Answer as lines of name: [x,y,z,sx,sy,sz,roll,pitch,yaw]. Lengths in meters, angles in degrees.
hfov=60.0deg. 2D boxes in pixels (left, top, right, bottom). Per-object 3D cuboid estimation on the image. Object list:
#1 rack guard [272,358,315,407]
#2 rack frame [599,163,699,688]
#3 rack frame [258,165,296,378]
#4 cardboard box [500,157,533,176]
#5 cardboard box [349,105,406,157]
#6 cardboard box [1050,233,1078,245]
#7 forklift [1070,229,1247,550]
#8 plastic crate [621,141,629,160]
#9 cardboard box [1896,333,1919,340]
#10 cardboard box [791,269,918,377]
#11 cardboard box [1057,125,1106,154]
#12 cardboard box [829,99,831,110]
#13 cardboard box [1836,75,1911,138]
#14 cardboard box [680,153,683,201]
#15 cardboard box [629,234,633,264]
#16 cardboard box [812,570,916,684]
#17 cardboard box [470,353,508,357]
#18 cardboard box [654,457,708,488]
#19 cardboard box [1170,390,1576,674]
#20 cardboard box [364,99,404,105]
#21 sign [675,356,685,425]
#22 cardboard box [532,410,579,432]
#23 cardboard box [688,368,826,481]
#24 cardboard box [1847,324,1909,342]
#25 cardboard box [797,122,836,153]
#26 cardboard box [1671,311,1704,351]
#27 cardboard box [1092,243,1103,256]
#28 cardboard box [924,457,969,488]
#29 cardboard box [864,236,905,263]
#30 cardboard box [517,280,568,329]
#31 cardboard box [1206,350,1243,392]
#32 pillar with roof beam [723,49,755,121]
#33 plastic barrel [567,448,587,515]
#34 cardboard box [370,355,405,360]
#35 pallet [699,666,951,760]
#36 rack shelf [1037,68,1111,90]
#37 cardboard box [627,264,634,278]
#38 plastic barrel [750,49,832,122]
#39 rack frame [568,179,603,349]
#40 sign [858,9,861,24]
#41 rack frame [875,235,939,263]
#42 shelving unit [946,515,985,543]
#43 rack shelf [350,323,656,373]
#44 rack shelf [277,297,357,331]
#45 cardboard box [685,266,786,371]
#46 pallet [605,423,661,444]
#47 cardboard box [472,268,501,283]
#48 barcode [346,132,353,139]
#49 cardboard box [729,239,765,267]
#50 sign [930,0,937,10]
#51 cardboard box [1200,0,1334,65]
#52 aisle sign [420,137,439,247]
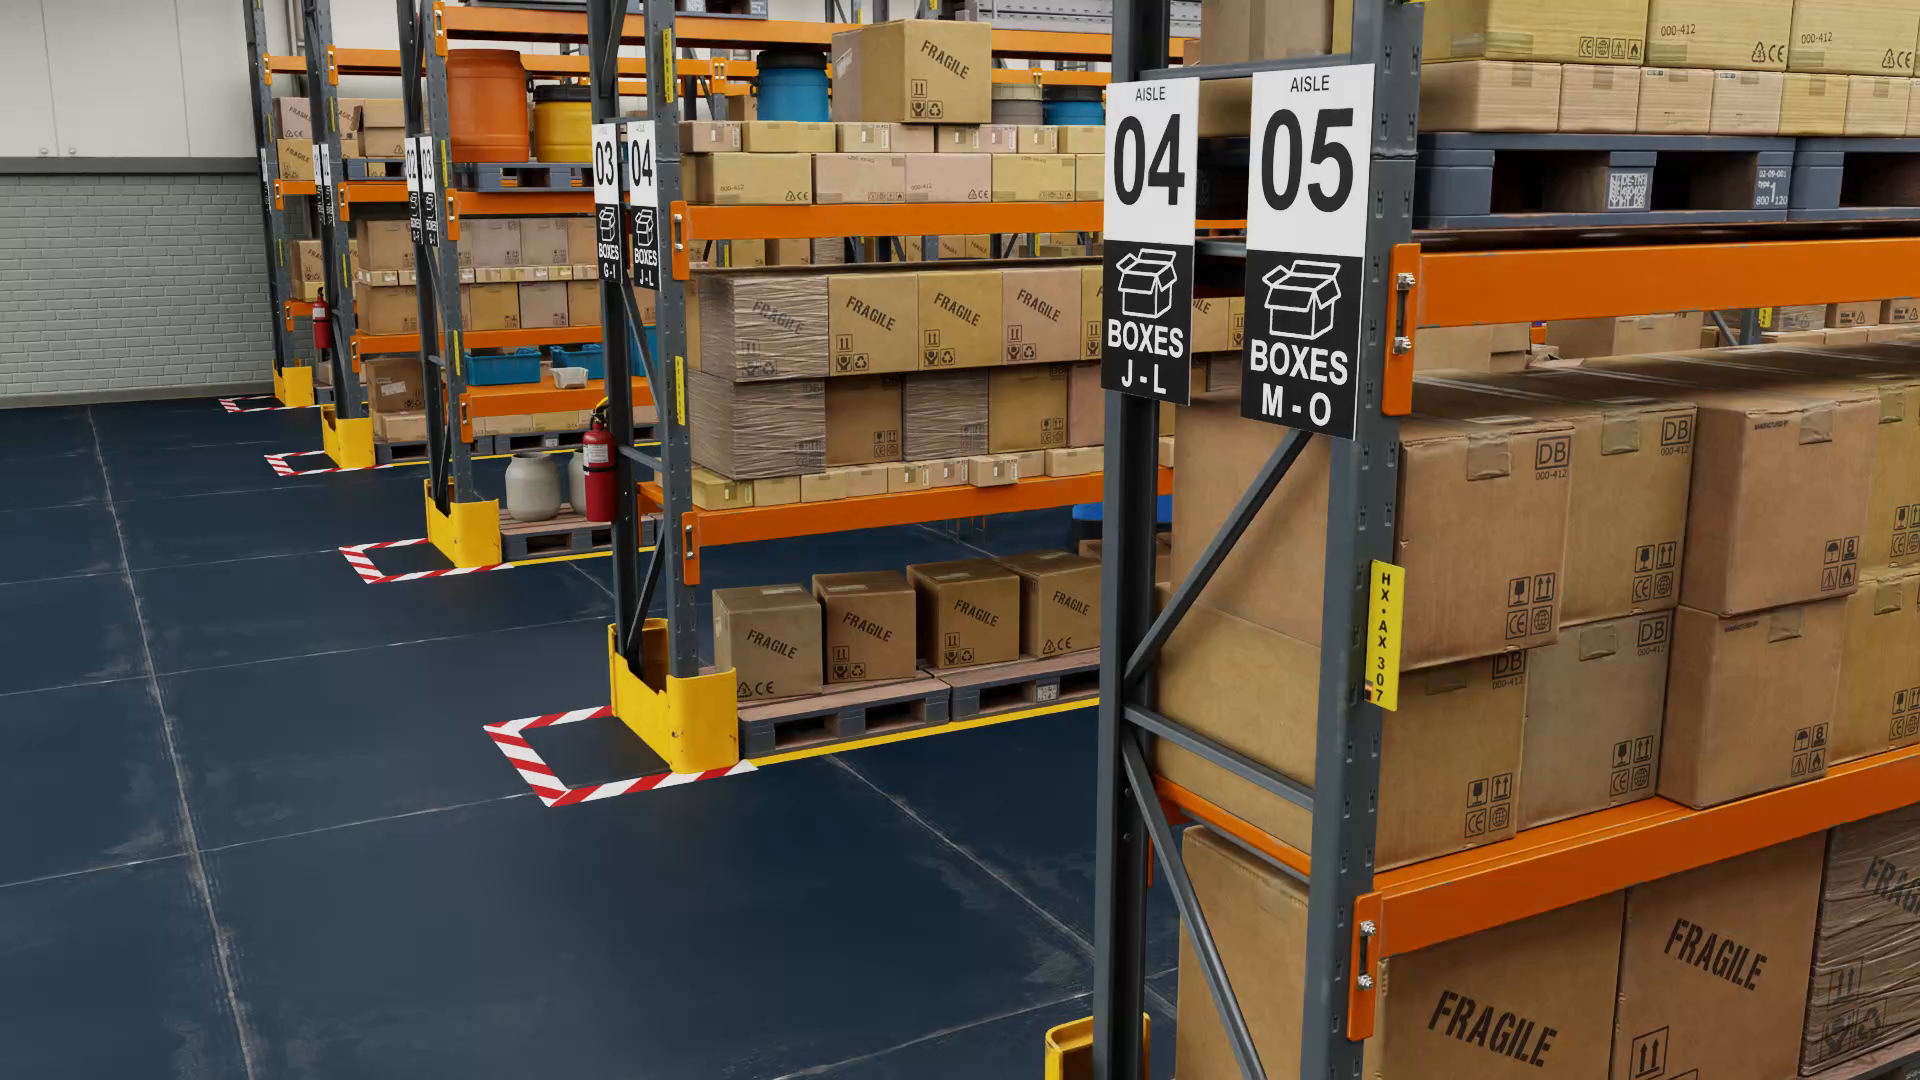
rack guard: [-8.662,-2.054,21.596,0.348,0.500,1.175,-7,14,-28]
rack frame: [-1.608,-0.401,8.561,0.127,3.000,1.000,-7,14,-28]
rack frame: [-8.728,-3.265,21.286,0.127,3.000,1.000,-7,14,-28]
cardboard box: [-5.992,-5.056,22.140,0.500,0.500,0.500,-8,15,-33]
cardboard box: [-5.845,-4.158,16.909,0.637,0.503,0.797,-6,14,-24]
cardboard box: [1.520,-4.634,26.418,0.500,0.500,0.500,-7,15,-29]
forklift: [2.418,-1.360,12.975,3.031,2.935,1.130,1,13,6]
plastic crate: [-2.452,-3.070,13.624,0.575,0.384,0.392,-7,14,-28]
cardboard box: [3.850,-0.424,5.858,0.550,0.550,0.875,-7,14,-28]
cardboard box: [-0.553,-1.140,8.659,0.500,0.500,0.500,-7,14,-28]
cardboard box: [0.601,-2.177,9.054,0.250,0.149,0.380,-6,14,-25]
cardboard box: [-1.792,-4.814,19.015,0.500,0.500,0.500,-5,14,-22]
cardboard box: [2.242,-1.137,4.383,0.250,0.149,0.380,-7,14,-28]
cardboard box: [-1.307,-1.891,8.691,0.500,0.250,0.500,-6,14,-27]
cardboard box: [-3.670,-3.312,18.312,0.500,0.500,0.700,-7,14,-28]
cardboard box: [-0.544,0.481,9.376,0.500,0.500,0.500,-3,13,-13]
cardboard box: [-5.153,-1.762,18.205,0.500,0.500,0.500,-7,14,-28]
cardboard box: [-1.457,-0.349,8.899,0.250,0.149,0.380,-7,14,-28]
cardboard box: [1.024,-0.067,4.272,0.550,0.550,0.875,-7,14,-28]
cardboard box: [-7.365,-5.368,21.246,0.500,0.500,0.500,-6,14,-26]
sign: [-1.348,-0.719,8.002,0.005,0.325,0.100,-7,14,-28]
cardboard box: [-4.457,-1.345,18.062,0.500,0.250,0.500,-7,14,-28]
cardboard box: [-1.112,-0.648,8.751,0.500,0.500,0.875,-7,14,-28]
cardboard box: [6.870,-1.400,12.770,0.500,0.500,0.500,-7,15,-29]
cardboard box: [-0.819,-2.030,8.397,0.250,0.149,0.380,-7,15,-29]
cardboard box: [4.959,-1.432,11.957,0.500,0.500,0.500,-9,16,-35]
cardboard box: [2.063,-3.554,21.383,0.500,0.500,0.700,-4,13,-17]
cardboard box: [-0.150,-0.396,9.108,0.250,0.149,0.380,-7,14,-28]
cardboard box: [-1.158,-4.312,24.988,0.500,0.500,0.500,-6,14,-26]
cardboard box: [-4.578,-2.570,17.968,0.500,0.500,0.700,-6,14,-26]
cardboard box: [1.478,-0.981,10.230,0.500,0.500,0.875,-7,14,-28]
pillar with roof beam: [-1.199,-6.234,20.814,0.400,9.000,9.100,-7,14,-28]
plastic barrel: [-3.001,-0.484,13.637,0.421,0.512,0.421,0,13,0]
cardboard box: [-7.578,-2.283,22.046,0.500,0.311,0.500,-6,14,-23]
pallet: [-0.812,0.872,9.252,1.213,0.211,1.003,-7,14,-28]
rack shelf: [2.426,-5.744,21.185,4.000,0.370,1.077,-7,14,-28]
cardboard box: [-3.653,-2.946,18.161,0.250,0.149,0.380,-7,14,-28]
plastic barrel: [-1.396,-3.606,13.868,0.708,0.901,0.600,-7,14,-28]
rack frame: [-5.218,-3.686,23.156,0.127,3.000,1.000,-7,14,-28]
sign: [-1.438,-7.424,23.796,0.005,0.325,0.100,-7,14,-28]
rack frame: [-0.471,-1.777,14.672,0.127,3.000,1.000,-7,14,-28]
shelving unit: [0.047,-0.518,13.519,0.252,1.050,0.215,-7,14,-28]
rack shelf: [-4.596,-2.170,18.060,4.000,0.370,1.077,-7,14,-28]
rack shelf: [-6.973,-3.125,22.300,4.000,0.370,1.077,-7,14,-28]
cardboard box: [-1.244,-1.189,8.876,0.500,0.500,0.500,-7,14,-28]
pallet: [-3.559,-1.296,18.886,1.213,0.211,1.003,-7,14,-28]
cardboard box: [-4.999,-2.785,17.447,0.250,0.149,0.380,-7,15,-30]
barcode: [-6.318,-4.182,17.207,0.075,0.075,0.001,-7,14,-28]
cardboard box: [-3.197,-4.183,24.137,0.500,0.500,0.700,-7,14,-28]
sign: [-0.217,-4.494,13.560,0.005,0.325,0.100,-7,14,-28]
cardboard box: [0.975,-1.329,4.332,0.500,0.250,0.500,-7,14,-27]
aisle sign: [-3.904,-2.560,12.233,0.004,0.787,0.394,-7,14,-28]
